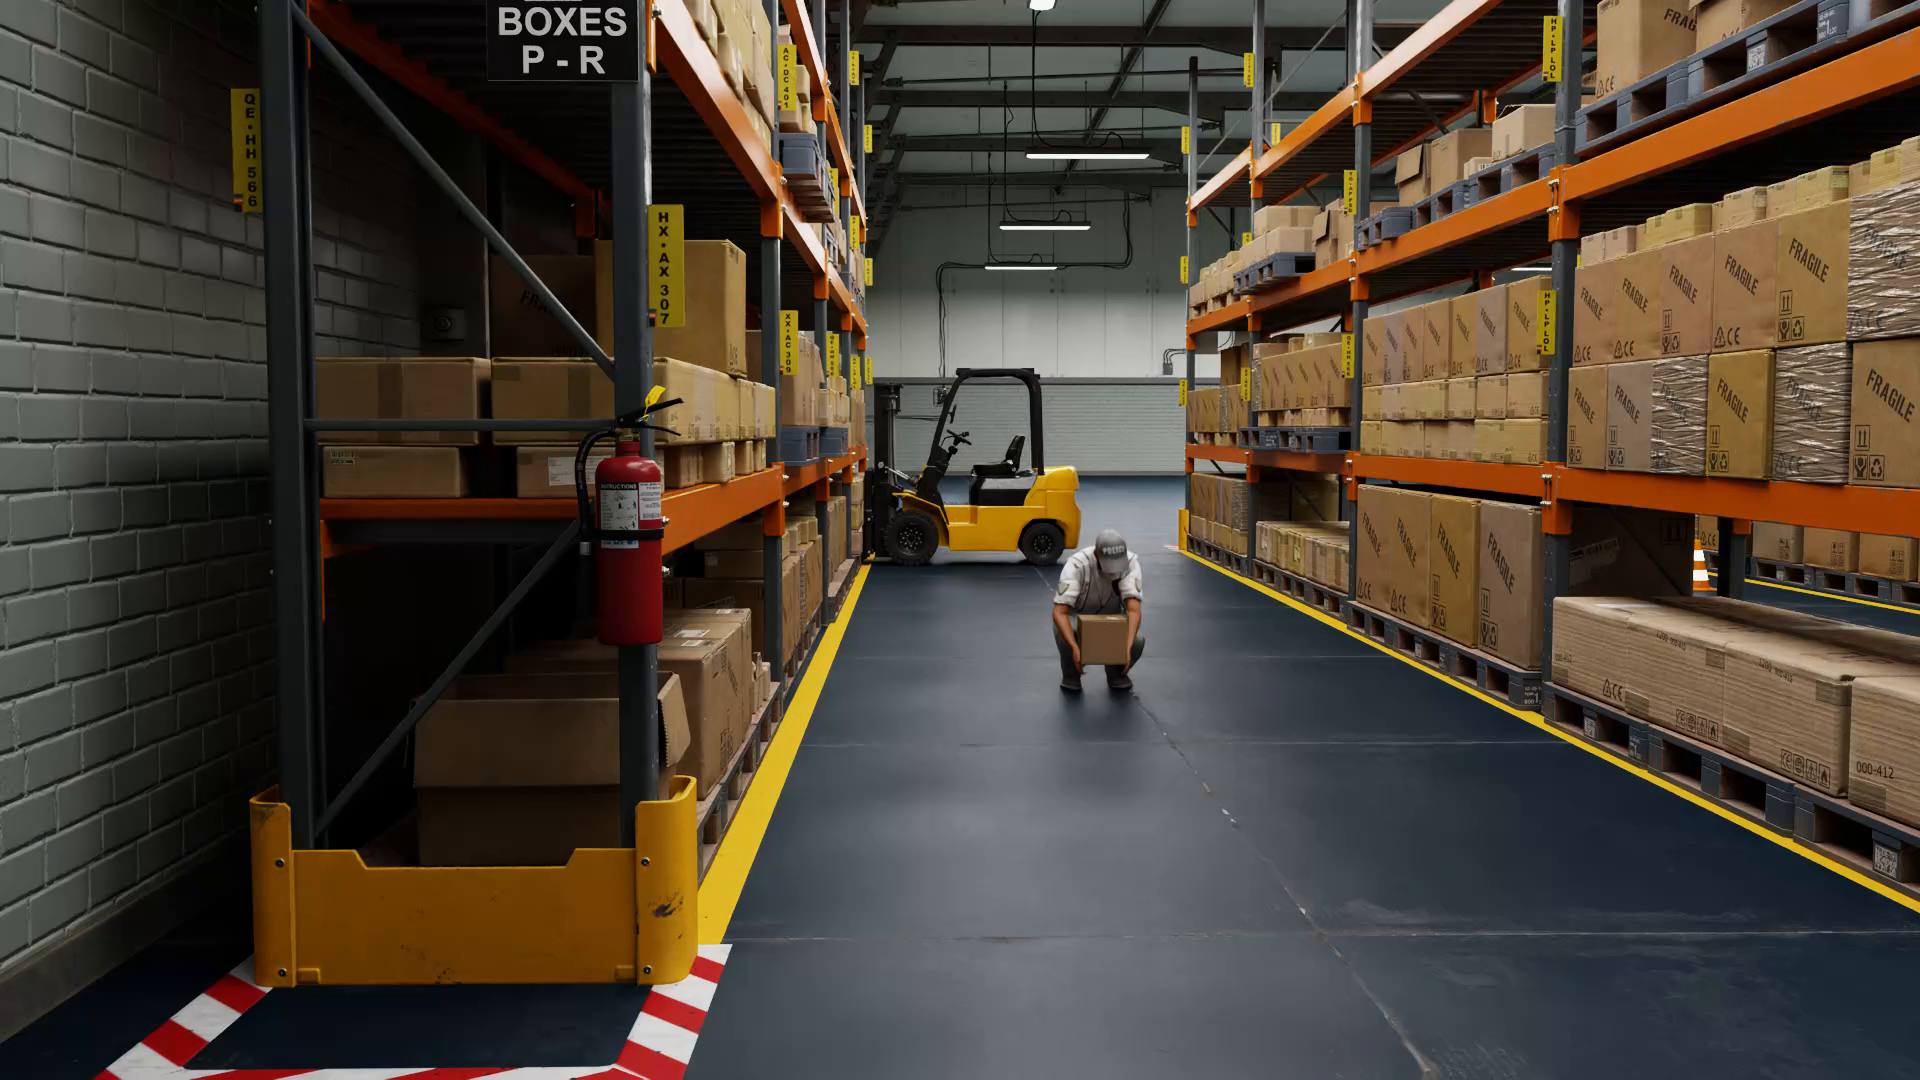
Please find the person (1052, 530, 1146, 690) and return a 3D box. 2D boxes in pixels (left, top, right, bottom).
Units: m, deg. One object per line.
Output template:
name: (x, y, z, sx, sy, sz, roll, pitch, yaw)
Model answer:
person: (0.786, 0.396, 9.582, 0.535, 0.945, 0.818, 0, 4, -2)
